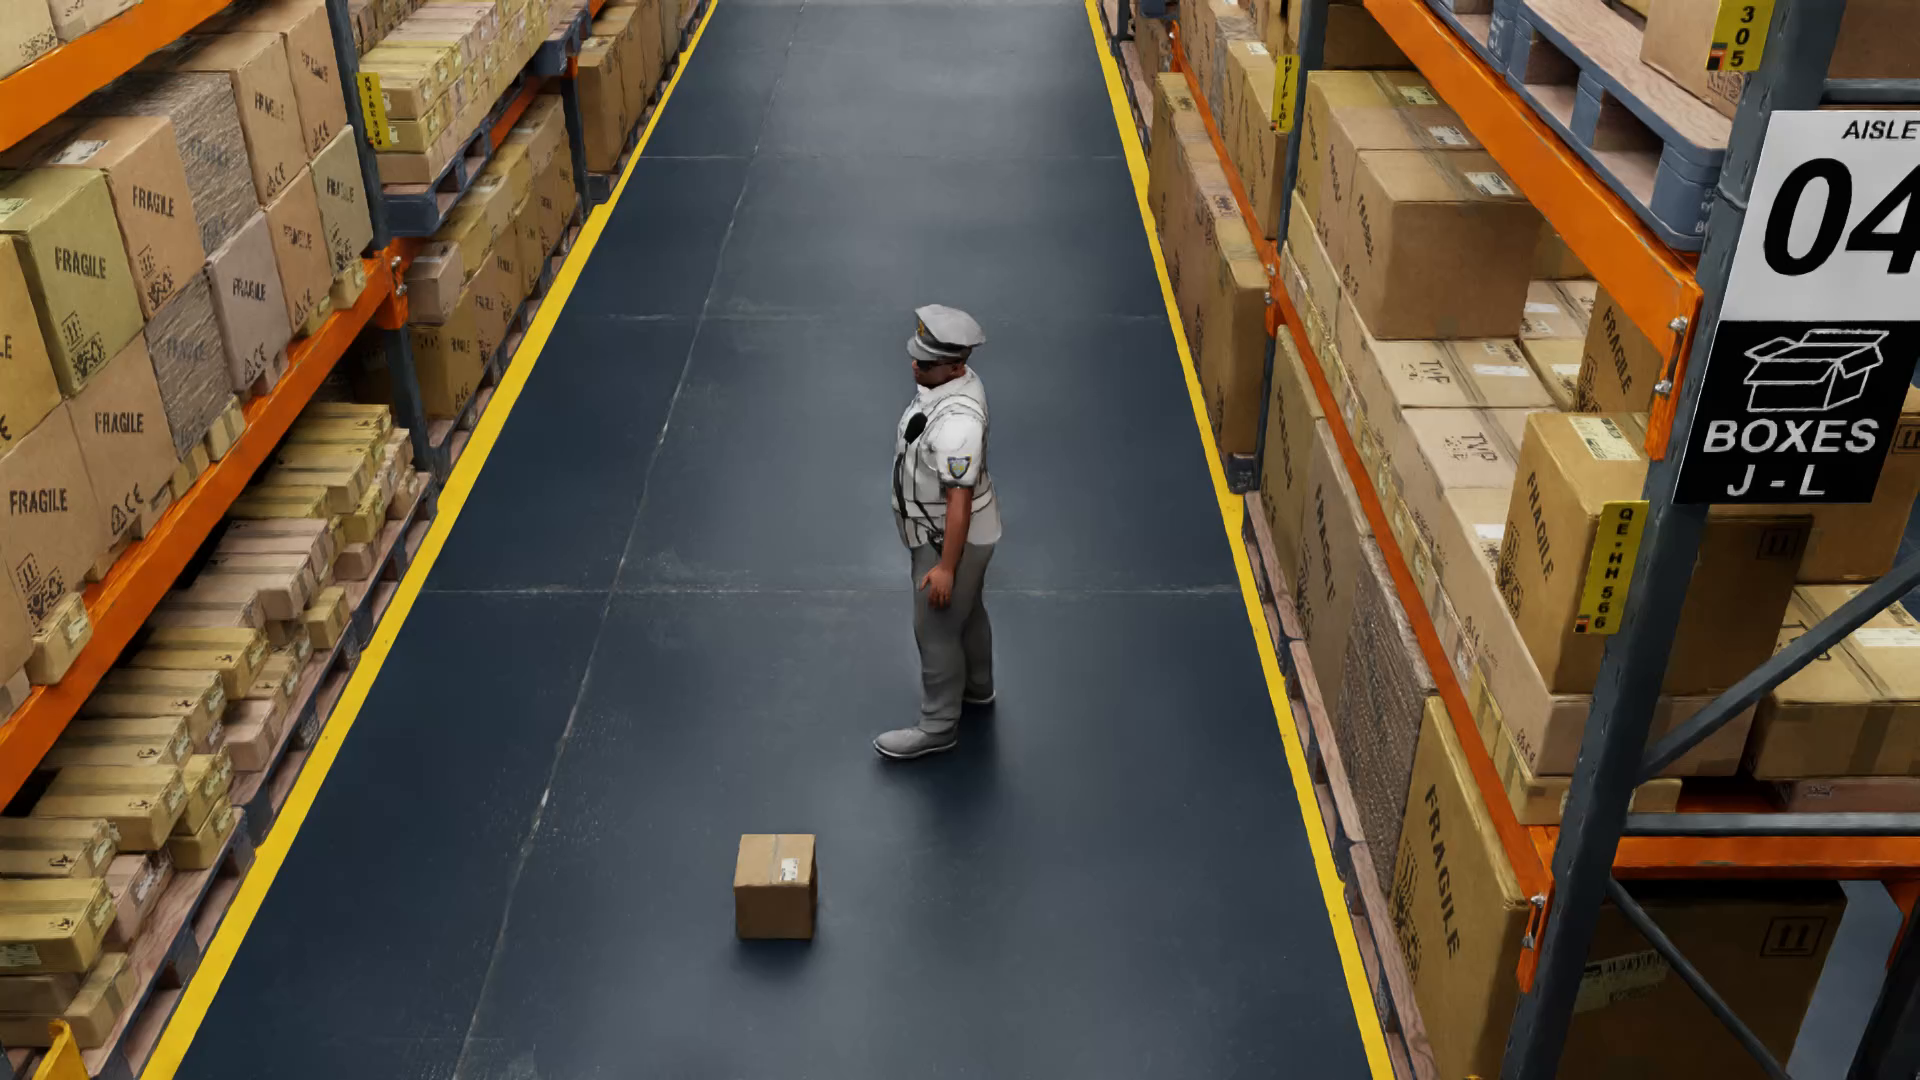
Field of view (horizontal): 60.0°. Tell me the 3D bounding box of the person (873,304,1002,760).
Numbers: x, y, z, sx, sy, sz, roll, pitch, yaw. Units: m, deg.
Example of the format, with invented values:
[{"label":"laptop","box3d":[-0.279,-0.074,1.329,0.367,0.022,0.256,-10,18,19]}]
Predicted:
[{"label":"person","box3d":[-0.092,-0.030,6.134,0.487,1.762,0.614,0,31,-1]}]
